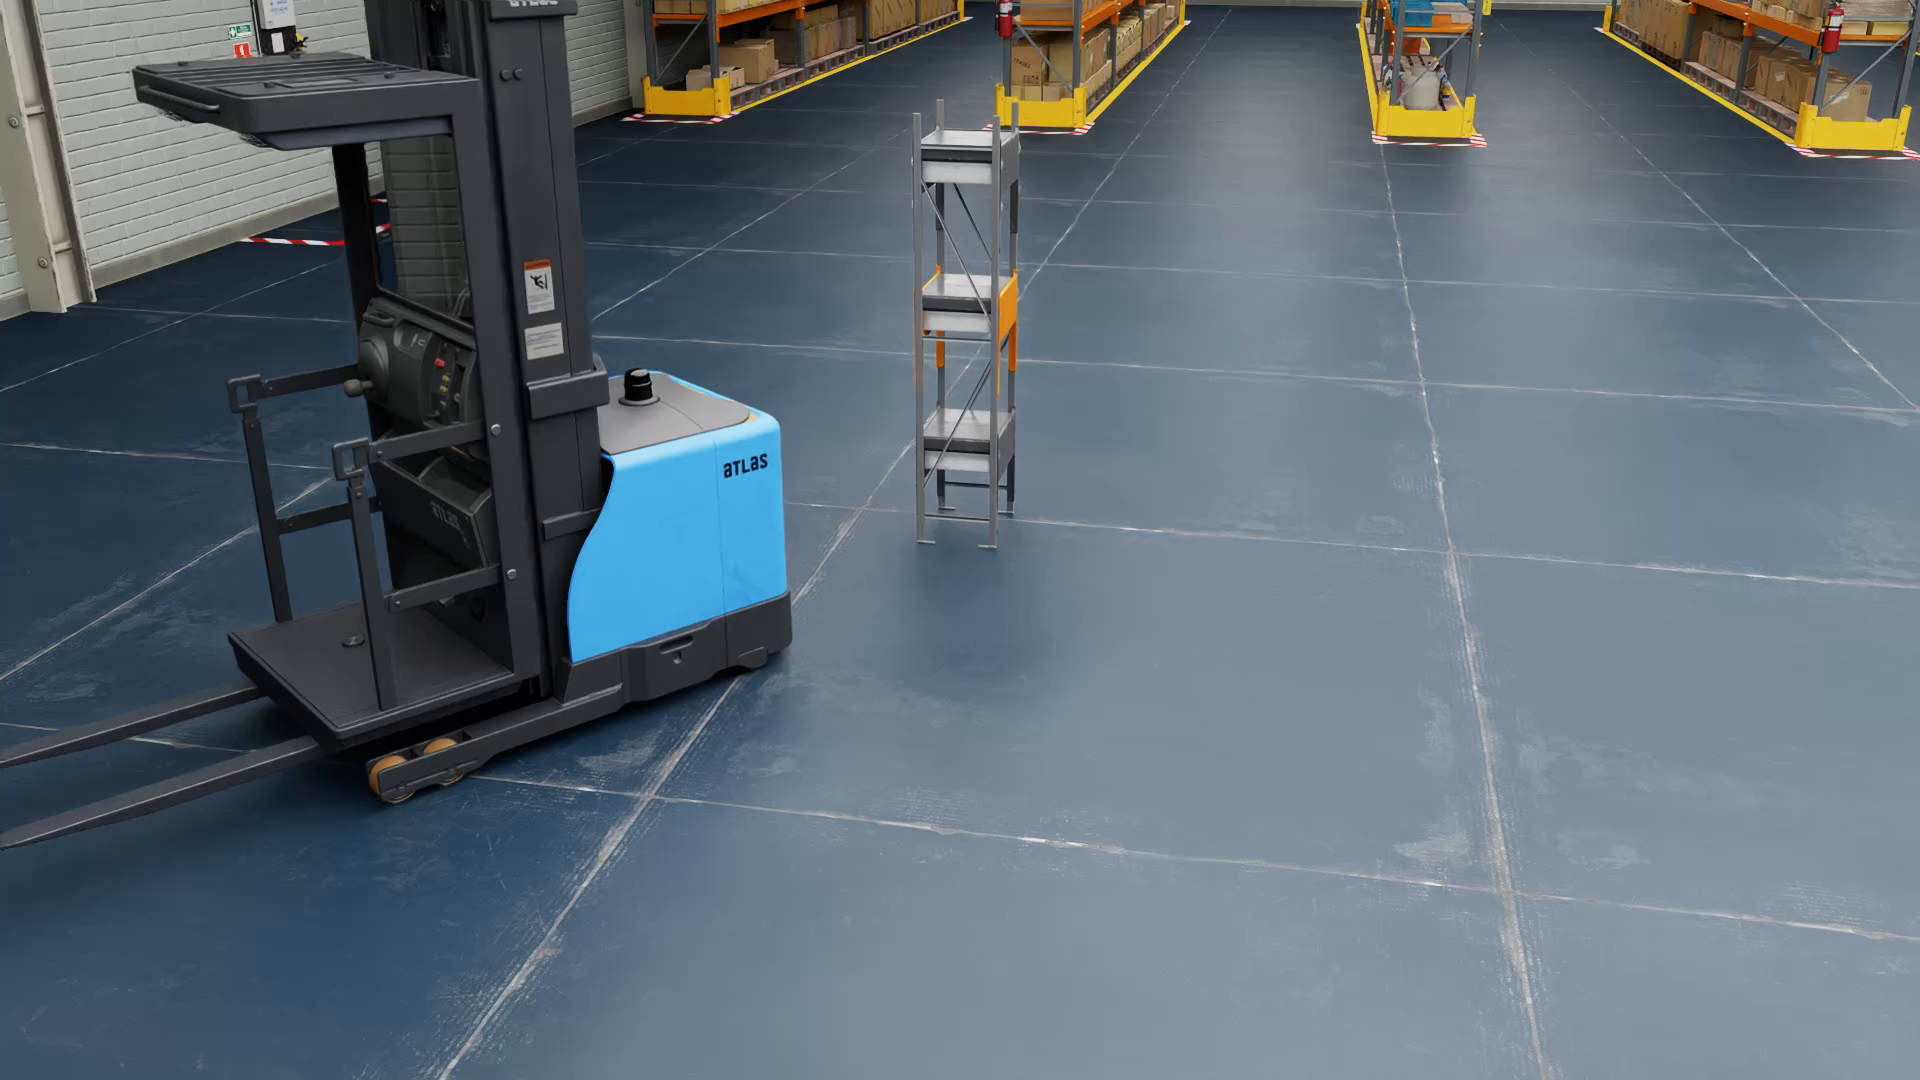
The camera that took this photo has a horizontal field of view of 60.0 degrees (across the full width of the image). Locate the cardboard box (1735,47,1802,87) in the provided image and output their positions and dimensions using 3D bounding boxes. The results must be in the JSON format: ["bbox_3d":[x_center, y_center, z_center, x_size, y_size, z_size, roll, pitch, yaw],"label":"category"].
[{"bbox_3d":[11.729,-6.866,24.143,0.700,0.500,0.500,3,22,7],"label":"cardboard box"}]

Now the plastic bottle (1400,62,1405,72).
[{"bbox_3d":[6.304,-6.677,23.873,0.144,0.351,0.185,4,22,11],"label":"plastic bottle"}]

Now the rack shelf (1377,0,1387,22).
[{"bbox_3d":[7.142,-8.374,26.093,1.077,0.370,4.000,4,22,11],"label":"rack shelf"}]

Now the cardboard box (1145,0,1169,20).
[{"bbox_3d":[3.896,-11.014,34.439,0.797,0.503,0.637,4,22,11],"label":"cardboard box"}]

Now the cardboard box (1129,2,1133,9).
[{"bbox_3d":[2.976,-10.149,31.291,0.500,0.250,0.500,5,22,11],"label":"cardboard box"}]

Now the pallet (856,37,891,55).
[{"bbox_3d":[-1.914,-9.183,30.873,1.003,0.211,1.213,4,22,11],"label":"pallet"}]

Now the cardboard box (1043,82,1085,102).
[{"bbox_3d":[1.396,-5.990,22.331,0.500,0.250,0.500,4,22,11],"label":"cardboard box"}]

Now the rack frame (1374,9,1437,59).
[{"bbox_3d":[7.550,-9.439,27.775,1.000,3.000,0.127,4,22,11],"label":"rack frame"}]

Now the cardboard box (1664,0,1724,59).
[{"bbox_3d":[12.560,-8.521,27.778,1.225,0.875,0.875,3,22,8],"label":"cardboard box"}]

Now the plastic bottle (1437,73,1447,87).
[{"bbox_3d":[6.742,-6.412,23.315,0.152,0.276,0.135,5,22,12],"label":"plastic bottle"}]

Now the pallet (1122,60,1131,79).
[{"bbox_3d":[2.244,-7.781,27.392,1.003,0.211,1.213,4,22,11],"label":"pallet"}]

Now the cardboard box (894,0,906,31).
[{"bbox_3d":[-1.516,-10.282,32.183,0.750,0.750,0.750,5,23,13],"label":"cardboard box"}]

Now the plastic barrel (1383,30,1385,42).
[{"bbox_3d":[7.863,-9.108,29.620,0.600,0.588,0.708,4,22,11],"label":"plastic barrel"}]

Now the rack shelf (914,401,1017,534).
[{"bbox_3d":[0.034,-0.373,8.378,0.431,0.518,0.480,4,22,11],"label":"rack shelf"}]

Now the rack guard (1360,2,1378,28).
[{"bbox_3d":[9.174,-11.215,35.531,1.175,0.500,0.348,4,22,11],"label":"rack guard"}]

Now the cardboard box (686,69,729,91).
[{"bbox_3d":[-3.552,-6.471,23.417,0.500,0.311,0.500,2,22,5],"label":"cardboard box"}]

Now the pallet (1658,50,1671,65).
[{"bbox_3d":[12.884,-8.495,29.164,1.003,0.211,1.213,4,22,11],"label":"pallet"}]

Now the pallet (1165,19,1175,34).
[{"bbox_3d":[3.905,-10.686,34.604,1.003,0.211,1.213,4,22,11],"label":"pallet"}]

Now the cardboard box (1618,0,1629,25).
[{"bbox_3d":[13.979,-10.956,33.824,0.875,0.875,0.875,4,22,11],"label":"cardboard box"}]

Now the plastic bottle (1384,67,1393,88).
[{"bbox_3d":[6.037,-6.463,23.343,0.144,0.351,0.185,4,22,10],"label":"plastic bottle"}]

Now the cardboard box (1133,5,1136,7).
[{"bbox_3d":[3.082,-9.971,31.853,0.500,0.500,0.500,5,22,12],"label":"cardboard box"}]

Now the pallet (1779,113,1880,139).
[{"bbox_3d":[10.982,-5.164,20.894,1.003,0.211,1.213,4,22,11],"label":"pallet"}]

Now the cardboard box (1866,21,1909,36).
[{"bbox_3d":[11.058,-6.105,19.833,0.380,0.149,0.250,4,22,11],"label":"cardboard box"}]

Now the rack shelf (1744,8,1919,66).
[{"bbox_3d":[11.174,-6.533,21.523,1.077,0.370,4.000,4,22,11],"label":"rack shelf"}]

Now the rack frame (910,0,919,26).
[{"bbox_3d":[-1.333,-11.657,33.282,1.000,3.000,0.127,4,22,11],"label":"rack frame"}]

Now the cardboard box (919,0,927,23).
[{"bbox_3d":[-1.080,-10.958,34.330,0.700,0.500,0.500,5,22,12],"label":"cardboard box"}]

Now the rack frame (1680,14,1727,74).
[{"bbox_3d":[12.399,-9.061,26.837,1.000,3.000,0.127,4,22,11],"label":"rack frame"}]

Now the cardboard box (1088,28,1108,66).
[{"bbox_3d":[1.891,-7.254,24.464,0.500,0.500,0.500,4,22,11],"label":"cardboard box"}]

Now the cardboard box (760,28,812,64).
[{"bbox_3d":[-2.831,-8.046,27.074,0.700,0.500,0.500,5,23,13],"label":"cardboard box"}]

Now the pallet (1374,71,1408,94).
[{"bbox_3d":[6.856,-6.973,25.384,1.003,0.211,1.213,4,22,11],"label":"pallet"}]

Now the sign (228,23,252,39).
[{"bbox_3d":[-6.455,-4.564,14.914,0.001,0.109,0.331,4,22,11],"label":"sign"}]

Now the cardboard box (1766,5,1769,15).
[{"bbox_3d":[11.115,-7.150,22.428,0.380,0.149,0.250,4,22,11],"label":"cardboard box"}]

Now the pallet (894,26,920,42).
[{"bbox_3d":[-1.416,-10.075,33.088,1.003,0.211,1.213,4,22,11],"label":"pallet"}]

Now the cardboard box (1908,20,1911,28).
[{"bbox_3d":[18.138,-9.733,31.362,0.380,0.149,0.250,3,22,8],"label":"cardboard box"}]

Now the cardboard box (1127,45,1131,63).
[{"bbox_3d":[2.523,-7.965,27.234,0.500,0.250,0.500,5,22,12],"label":"cardboard box"}]

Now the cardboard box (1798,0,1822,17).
[{"bbox_3d":[10.890,-6.711,20.469,0.875,0.500,0.500,4,22,11],"label":"cardboard box"}]

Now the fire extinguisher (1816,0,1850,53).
[{"bbox_3d":[10.292,-6.093,19.570,0.296,0.674,0.183,4,22,11],"label":"fire extinguisher"}]

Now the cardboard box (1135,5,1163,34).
[{"bbox_3d":[3.588,-9.943,31.783,0.500,0.500,0.500,5,22,11],"label":"cardboard box"}]

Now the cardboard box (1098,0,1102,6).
[{"bbox_3d":[1.700,-8.045,24.180,0.700,0.500,0.500,4,22,10],"label":"cardboard box"}]

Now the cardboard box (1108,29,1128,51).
[{"bbox_3d":[2.425,-8.039,26.666,0.500,0.311,0.500,4,22,9],"label":"cardboard box"}]

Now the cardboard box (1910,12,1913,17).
[{"bbox_3d":[18.019,-9.790,31.106,0.380,0.149,0.250,3,22,8],"label":"cardboard box"}]

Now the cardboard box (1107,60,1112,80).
[{"bbox_3d":[2.005,-7.088,25.056,0.500,0.250,0.500,4,22,11],"label":"cardboard box"}]

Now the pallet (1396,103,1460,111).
[{"bbox_3d":[6.058,-5.548,21.846,1.003,0.211,1.213,4,22,11],"label":"pallet"}]

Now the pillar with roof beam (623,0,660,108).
[{"bbox_3d":[-0.271,-10.045,21.249,9.100,9.000,0.400,4,22,11],"label":"pillar with roof beam"}]

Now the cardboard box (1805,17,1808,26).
[{"bbox_3d":[10.832,-6.504,20.824,0.380,0.149,0.250,4,22,11],"label":"cardboard box"}]

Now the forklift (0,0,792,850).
[{"bbox_3d":[-2.157,-0.632,6.000,3.031,2.935,1.130,-18,28,-38],"label":"forklift"}]

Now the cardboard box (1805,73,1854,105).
[{"bbox_3d":[10.998,-5.619,21.074,0.500,0.500,0.500,11,24,25],"label":"cardboard box"}]

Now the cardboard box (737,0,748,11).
[{"bbox_3d":[-3.279,-7.553,23.267,0.500,0.250,0.500,4,22,9],"label":"cardboard box"}]

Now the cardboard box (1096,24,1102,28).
[{"bbox_3d":[2.102,-8.449,27.685,0.500,0.311,0.500,4,22,9],"label":"cardboard box"}]

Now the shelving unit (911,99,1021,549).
[{"bbox_3d":[0.034,-1.035,8.112,0.431,2.100,0.503,4,22,11],"label":"shelving unit"}]

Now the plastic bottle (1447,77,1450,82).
[{"bbox_3d":[6.656,-6.178,22.725,0.061,0.283,0.133,5,22,12],"label":"plastic bottle"}]
